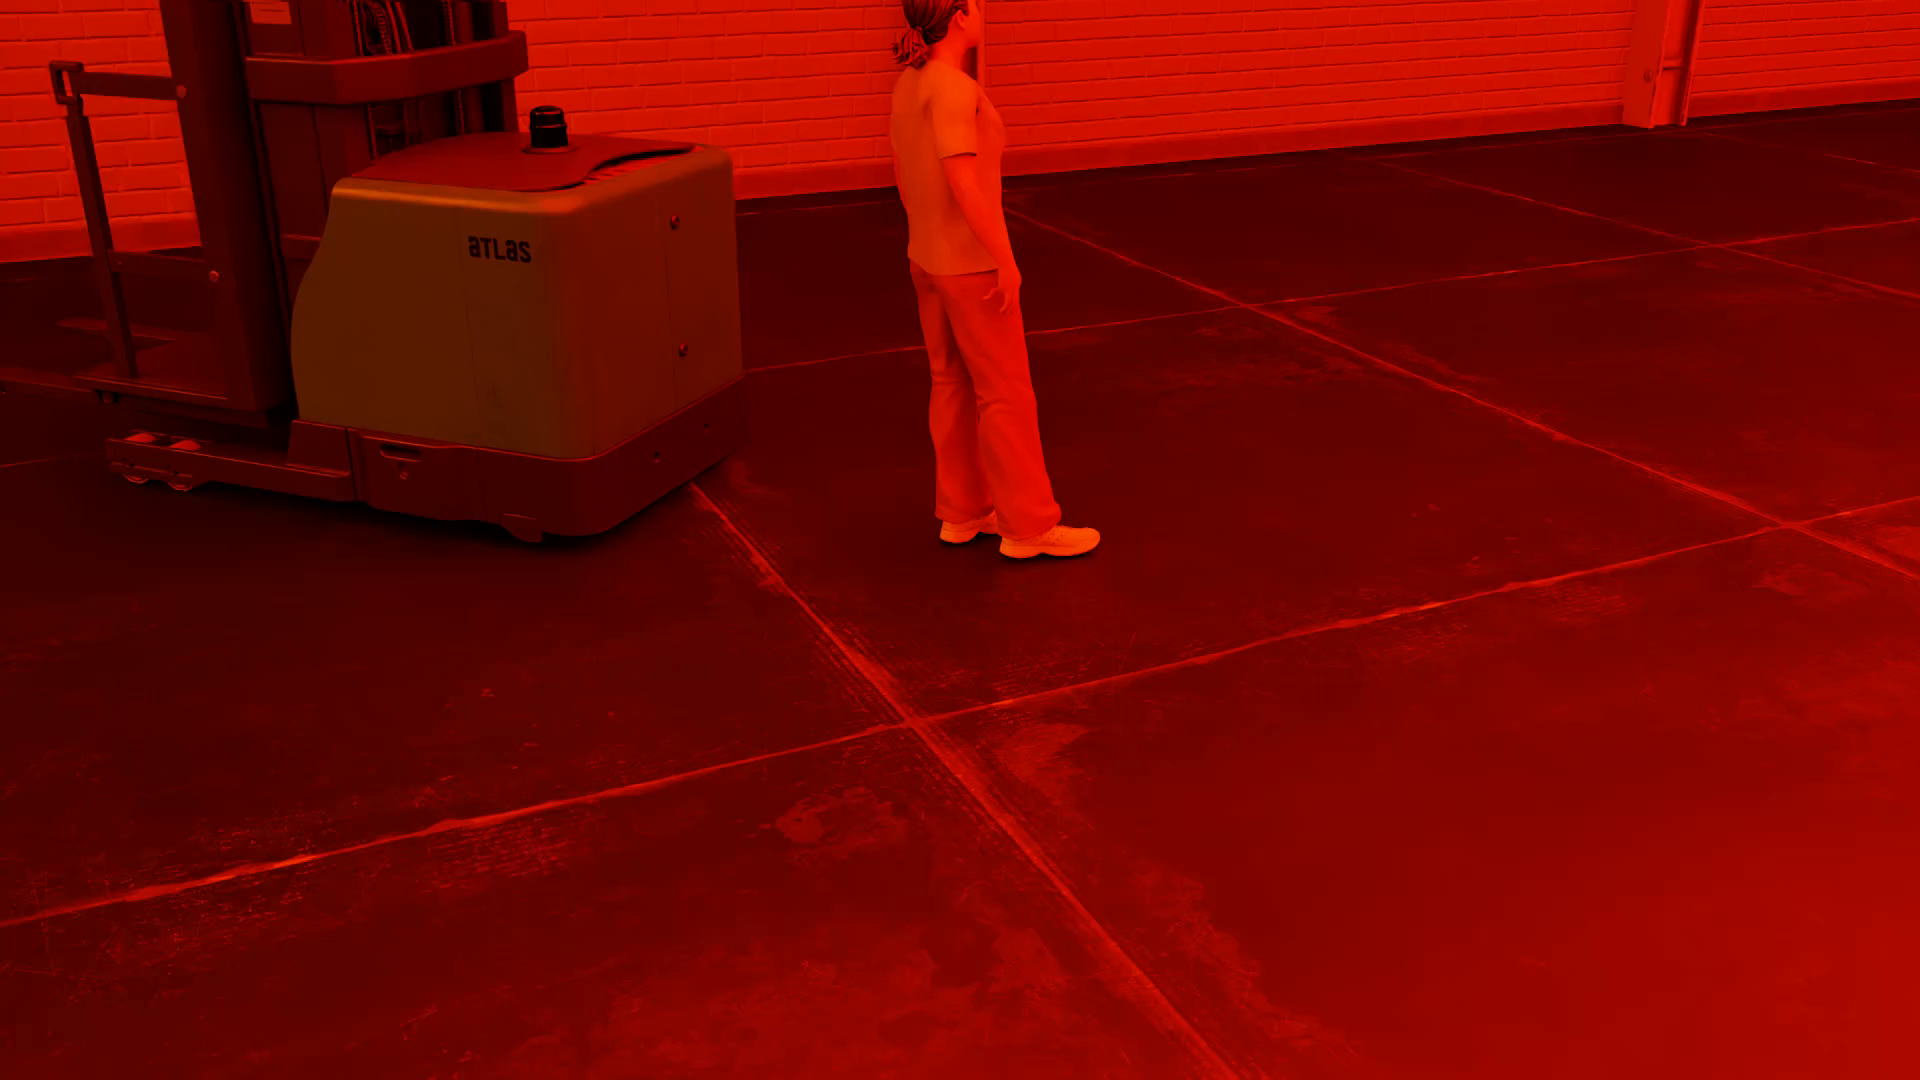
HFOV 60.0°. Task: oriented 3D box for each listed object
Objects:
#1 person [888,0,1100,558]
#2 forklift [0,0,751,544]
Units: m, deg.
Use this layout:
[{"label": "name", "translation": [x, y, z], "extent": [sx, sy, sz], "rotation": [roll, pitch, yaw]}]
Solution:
[{"label": "person", "translation": [0.072, -0.789, 4.801], "extent": [0.548, 1.674, 0.552], "rotation": [-10, 25, -23]}, {"label": "forklift", "translation": [-2.292, -1.690, 5.355], "extent": [3.031, 2.935, 1.130], "rotation": [9, 24, 20]}]
